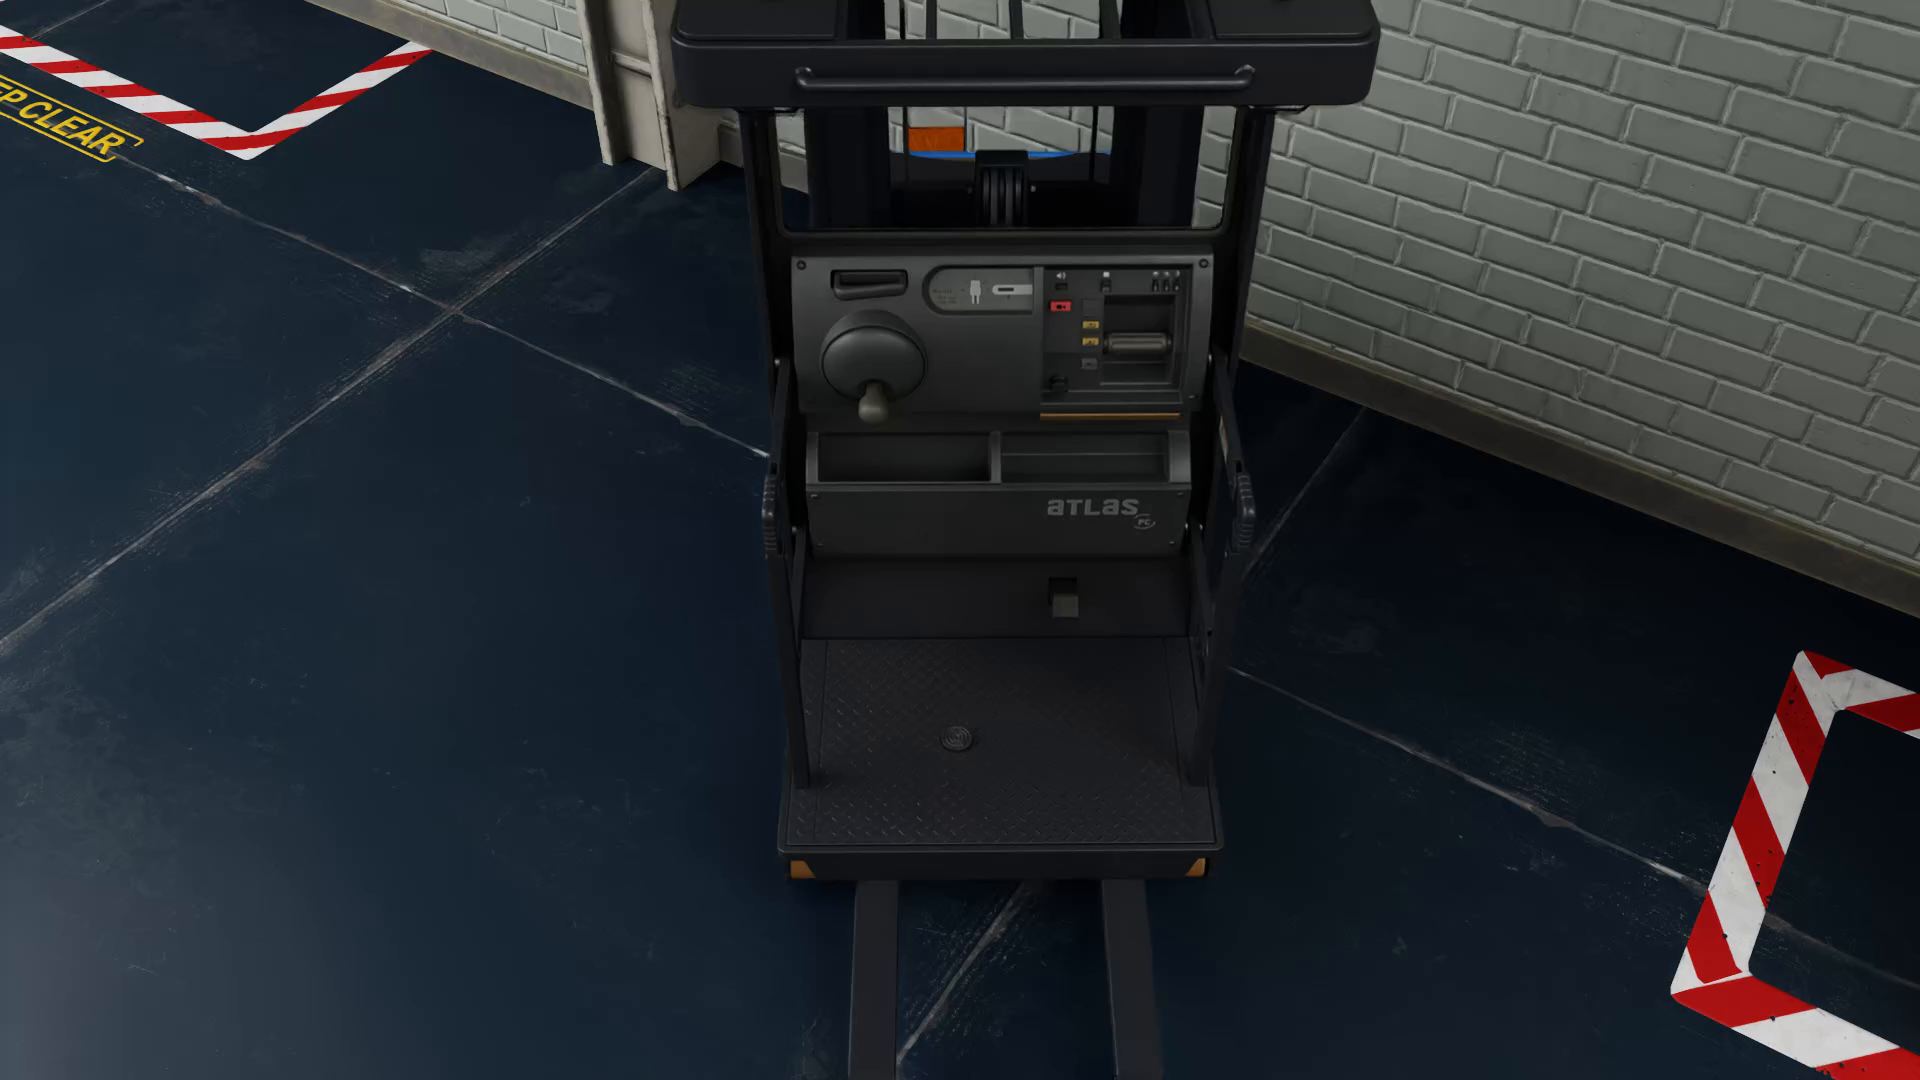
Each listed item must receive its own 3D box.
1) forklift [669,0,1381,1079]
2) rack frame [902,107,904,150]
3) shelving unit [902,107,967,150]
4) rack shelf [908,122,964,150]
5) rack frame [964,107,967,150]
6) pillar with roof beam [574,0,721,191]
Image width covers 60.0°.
[{"bbox_3d":[0.097,-0.362,3.558,1.130,2.935,3.031,0,46,0],"label":"forklift"},{"bbox_3d":[-0.167,-0.951,5.337,0.006,1.200,0.240,0,45,0],"label":"rack frame"},{"bbox_3d":[-0.075,-0.952,5.337,0.189,1.200,0.258,0,45,0],"label":"shelving unit"},{"bbox_3d":[-0.075,-1.173,5.112,0.180,0.103,0.258,0,45,0],"label":"rack shelf"},{"bbox_3d":[0.016,-0.952,5.338,0.006,1.200,0.240,0,45,0],"label":"rack frame"},{"bbox_3d":[-3.526,-2.087,1.003,0.400,9.000,9.100,25,51,22],"label":"pillar with roof beam"}]
